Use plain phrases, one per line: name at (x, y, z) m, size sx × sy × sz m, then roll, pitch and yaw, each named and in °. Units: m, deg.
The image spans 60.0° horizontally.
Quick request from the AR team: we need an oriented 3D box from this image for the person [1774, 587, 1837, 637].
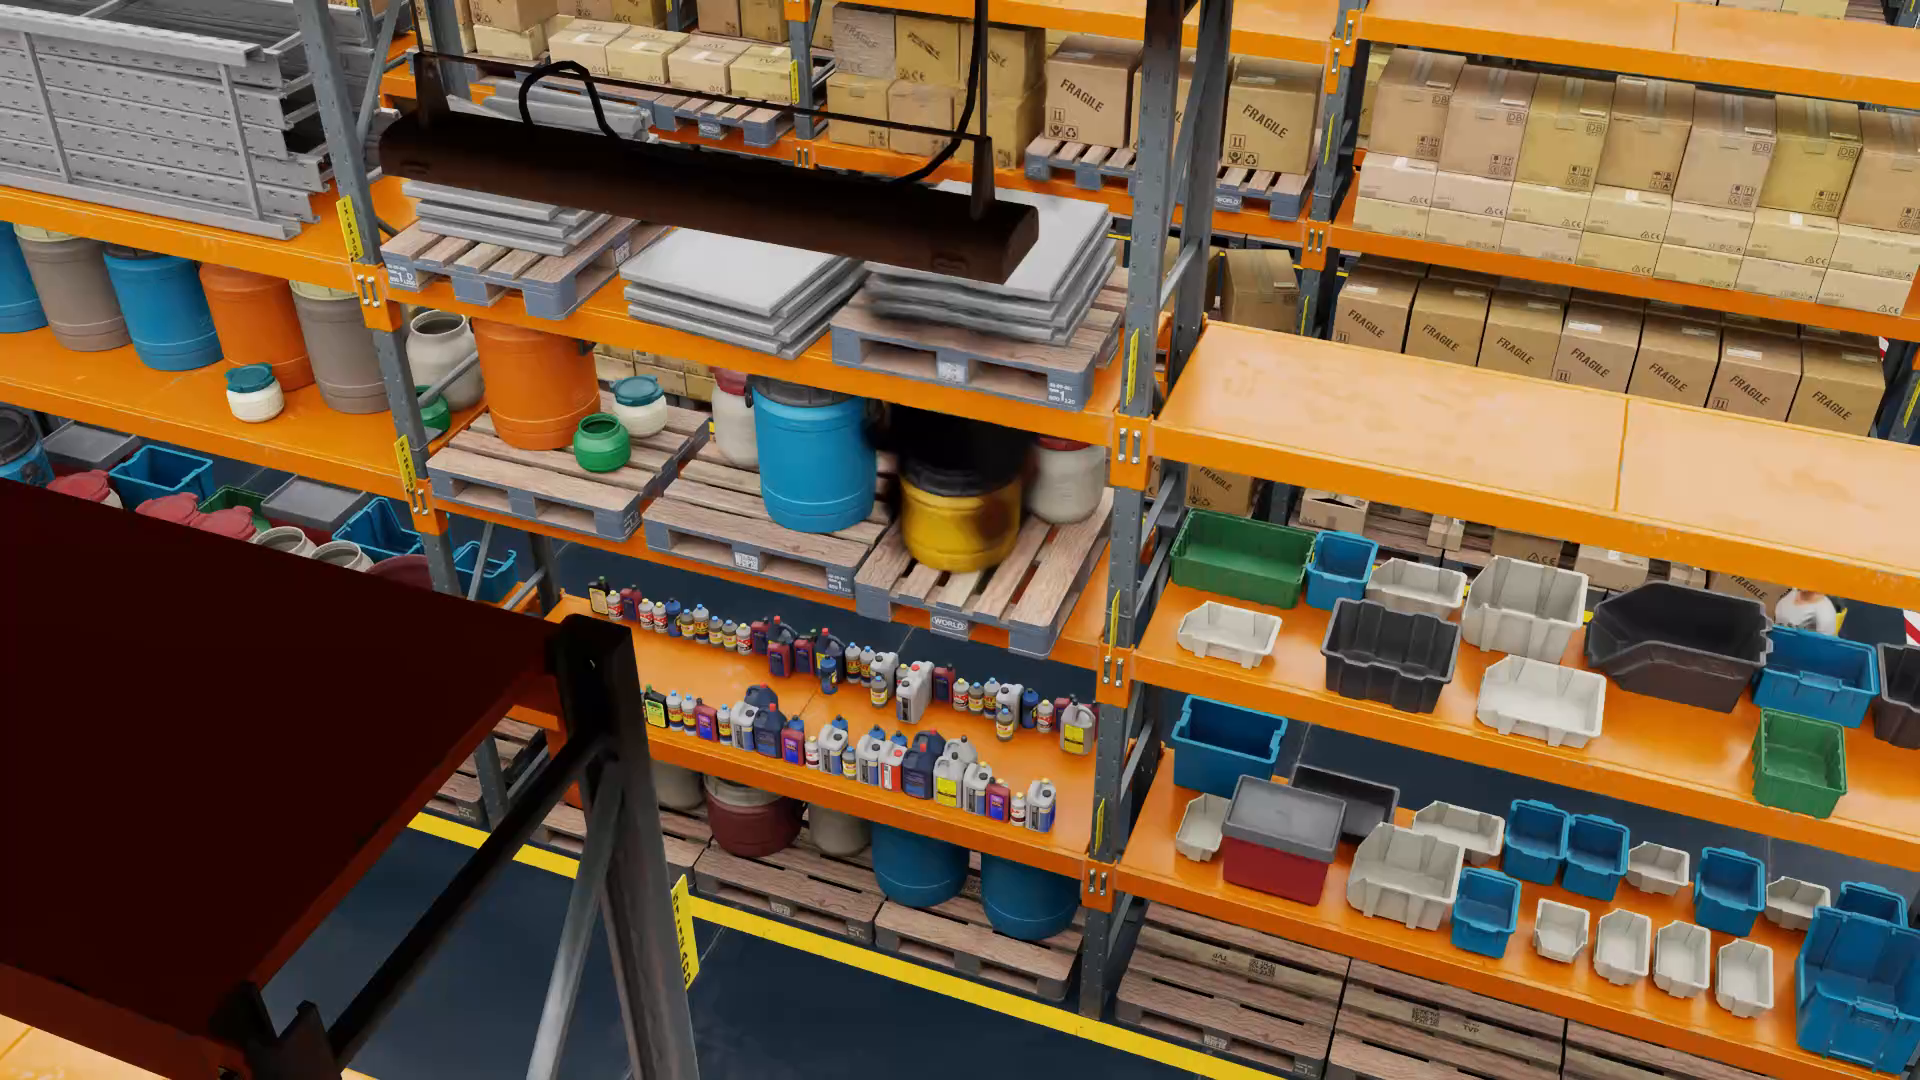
person at (5.481, 0.766, 10.927) m, size 0.775 × 1.617 × 0.593 m, roll -8°, pitch 37°, yaw -11°
